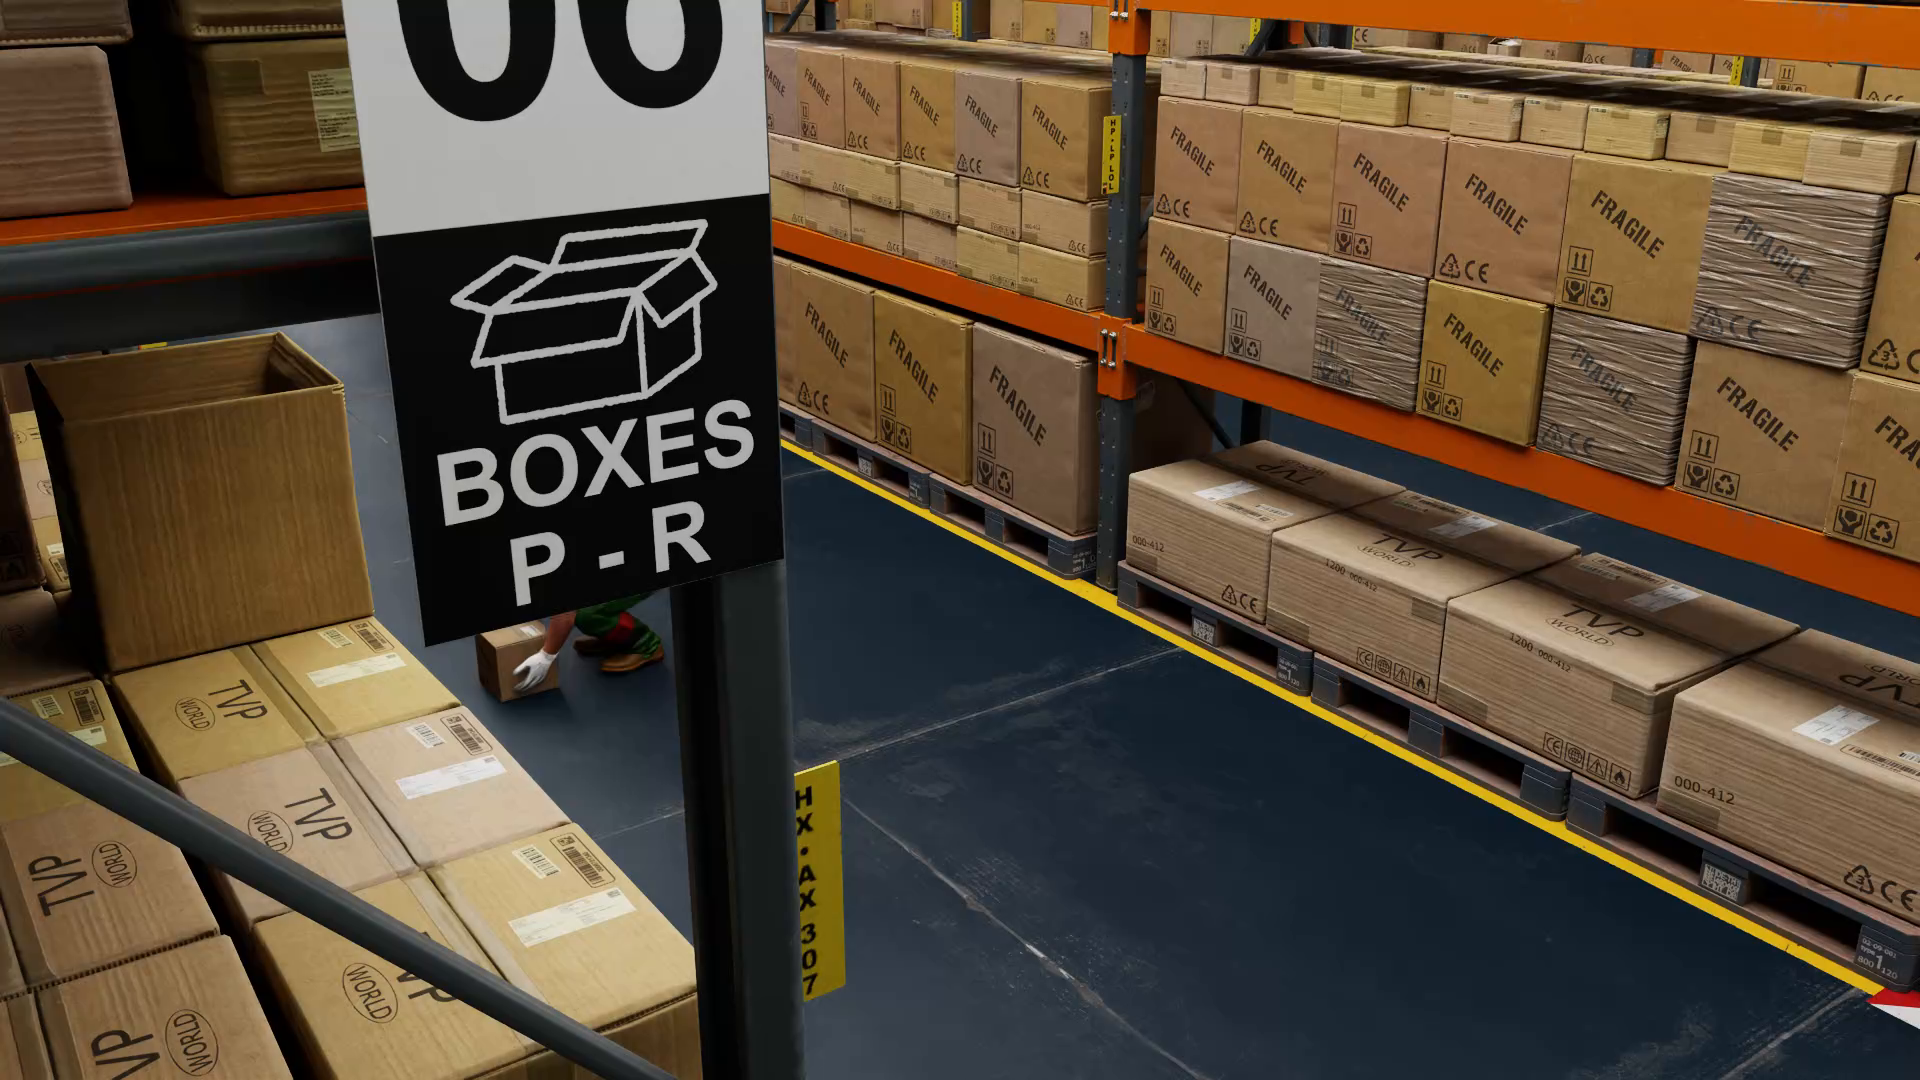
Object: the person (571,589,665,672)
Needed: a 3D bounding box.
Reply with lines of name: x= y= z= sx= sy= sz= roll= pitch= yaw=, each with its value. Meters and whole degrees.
person: x=-1.496 y=-0.321 z=6.874 sx=0.529 sy=1.794 sz=0.524 roll=-15 pitch=26 yaw=-33
